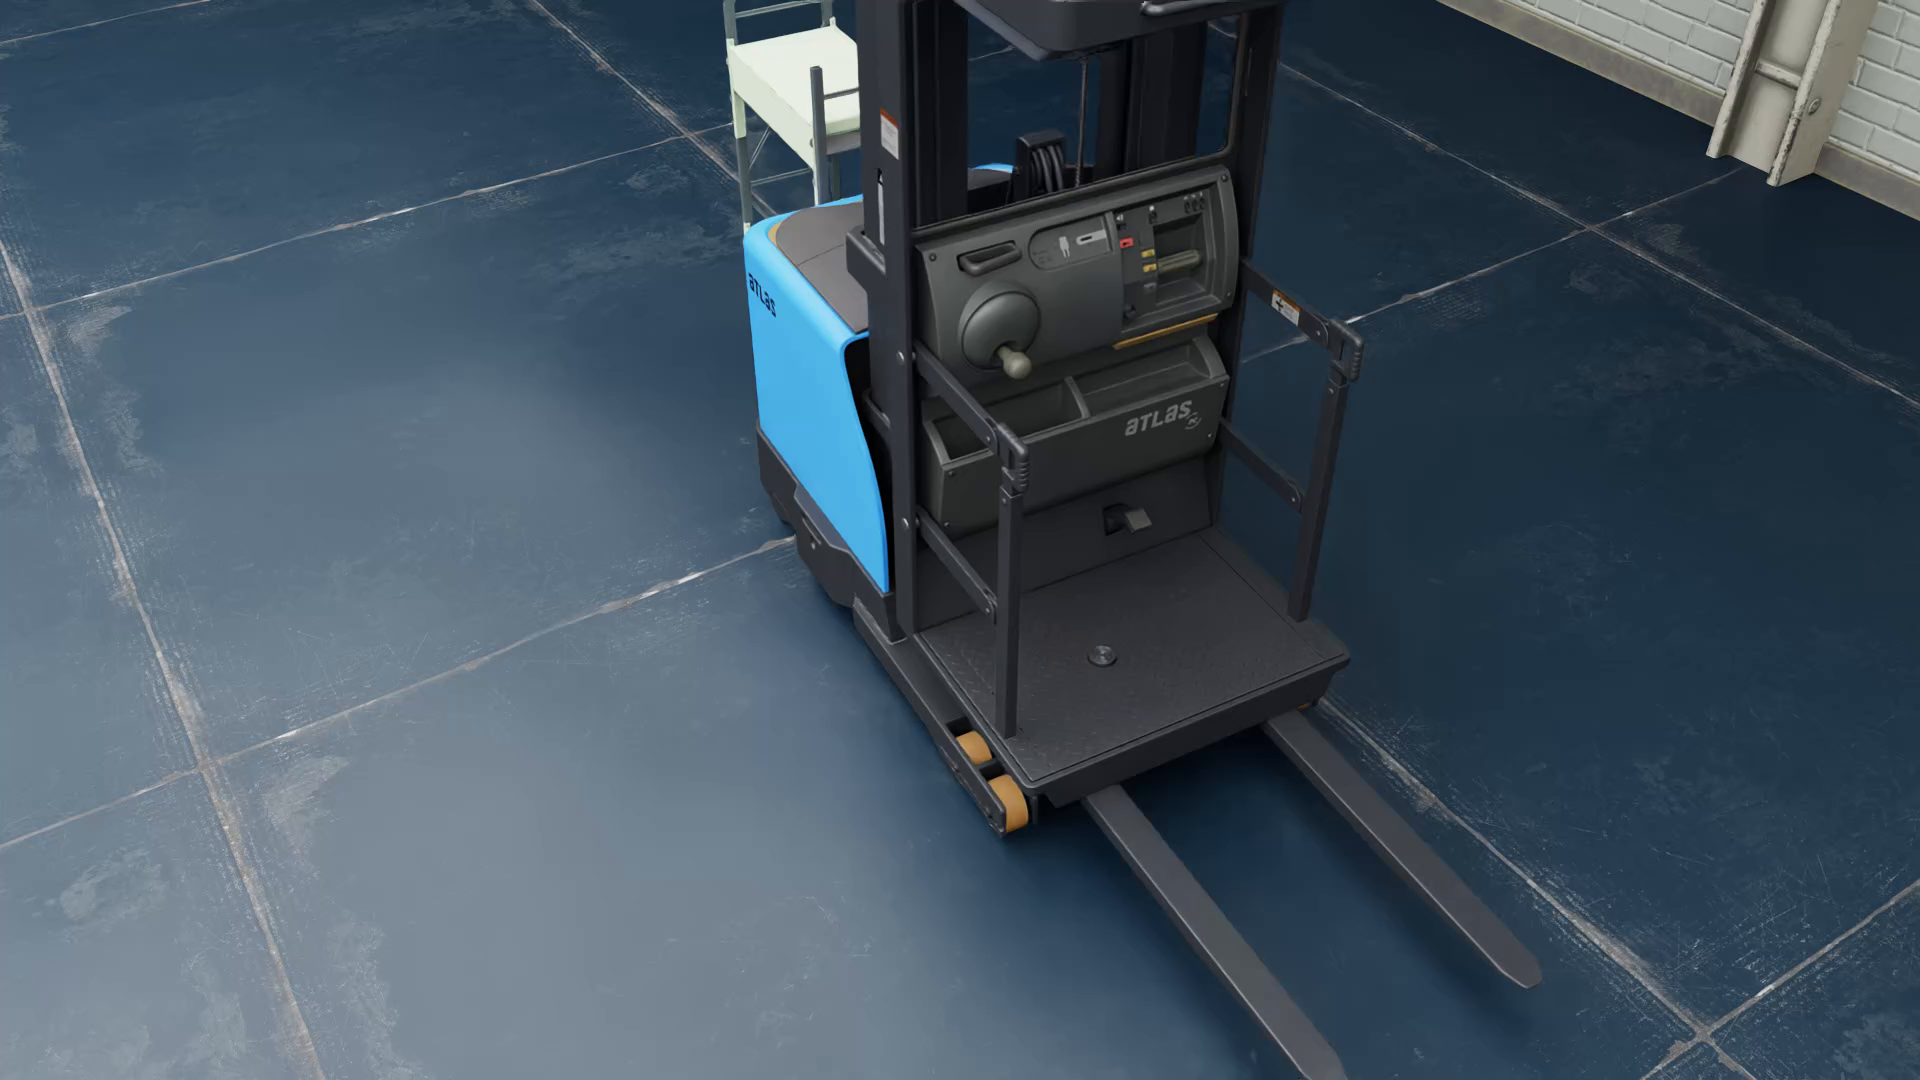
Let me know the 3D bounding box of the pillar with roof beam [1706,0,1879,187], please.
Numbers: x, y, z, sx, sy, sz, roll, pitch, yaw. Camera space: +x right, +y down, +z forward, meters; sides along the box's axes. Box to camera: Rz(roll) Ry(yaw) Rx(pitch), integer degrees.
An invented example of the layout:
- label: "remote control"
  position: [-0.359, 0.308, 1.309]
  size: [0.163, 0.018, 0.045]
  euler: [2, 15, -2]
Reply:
- label: "pillar with roof beam"
  position: [0.178, -3.772, 3.248]
  size: [9.100, 9.000, 0.400]
  euler: [-22, 45, -24]

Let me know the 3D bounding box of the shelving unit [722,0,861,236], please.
- label: "shelving unit"
  position: [-0.460, -1.156, 5.965]
  size: [0.431, 1.500, 0.755]
  euler: [-19, 43, -21]

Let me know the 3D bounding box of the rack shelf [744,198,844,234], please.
- label: "rack shelf"
  position: [-0.460, -0.905, 6.174]
  size: [0.431, 0.370, 0.720]
  euler: [-19, 43, -21]

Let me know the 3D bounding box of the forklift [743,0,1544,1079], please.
- label: "forklift"
  position: [0.434, -0.623, 4.208]
  size: [1.130, 2.935, 3.031]
  euler: [-19, 43, -21]

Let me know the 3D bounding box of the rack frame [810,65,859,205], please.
- label: "rack frame"
  position: [-0.287, -0.949, 5.717]
  size: [0.400, 1.500, 0.023]
  euler: [-19, 43, -21]

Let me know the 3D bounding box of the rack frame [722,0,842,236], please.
- label: "rack frame"
  position: [-0.633, -1.362, 6.213]
  size: [0.400, 1.500, 0.023]
  euler: [-19, 43, -21]

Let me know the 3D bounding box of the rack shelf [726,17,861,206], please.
- label: "rack shelf"
  position: [-0.460, -1.455, 5.715]
  size: [0.431, 0.370, 0.720]
  euler: [-19, 43, -21]
